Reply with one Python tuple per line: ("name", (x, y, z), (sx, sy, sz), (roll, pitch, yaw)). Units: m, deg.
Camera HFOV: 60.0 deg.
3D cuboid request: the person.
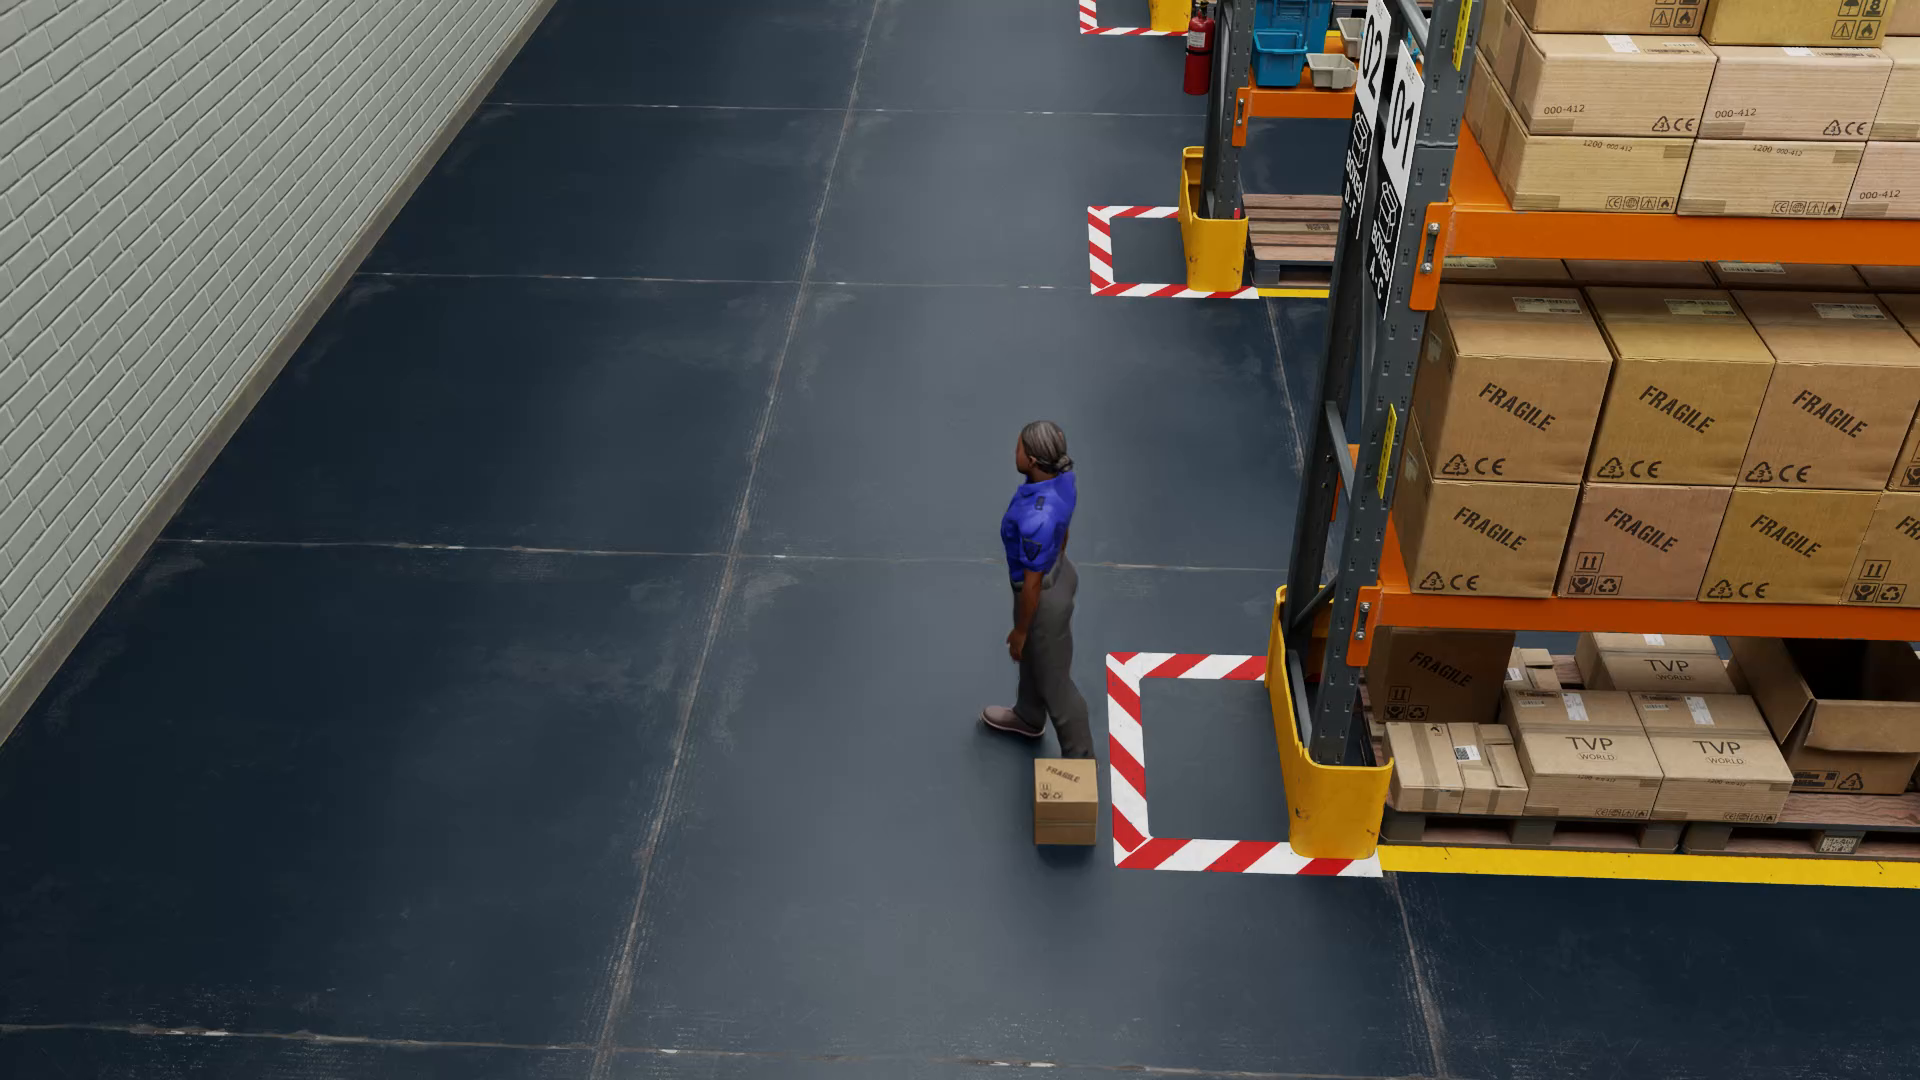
("person", (0.339, 0.245, 6.768), (0.556, 1.647, 0.654), (7, 37, 10))
